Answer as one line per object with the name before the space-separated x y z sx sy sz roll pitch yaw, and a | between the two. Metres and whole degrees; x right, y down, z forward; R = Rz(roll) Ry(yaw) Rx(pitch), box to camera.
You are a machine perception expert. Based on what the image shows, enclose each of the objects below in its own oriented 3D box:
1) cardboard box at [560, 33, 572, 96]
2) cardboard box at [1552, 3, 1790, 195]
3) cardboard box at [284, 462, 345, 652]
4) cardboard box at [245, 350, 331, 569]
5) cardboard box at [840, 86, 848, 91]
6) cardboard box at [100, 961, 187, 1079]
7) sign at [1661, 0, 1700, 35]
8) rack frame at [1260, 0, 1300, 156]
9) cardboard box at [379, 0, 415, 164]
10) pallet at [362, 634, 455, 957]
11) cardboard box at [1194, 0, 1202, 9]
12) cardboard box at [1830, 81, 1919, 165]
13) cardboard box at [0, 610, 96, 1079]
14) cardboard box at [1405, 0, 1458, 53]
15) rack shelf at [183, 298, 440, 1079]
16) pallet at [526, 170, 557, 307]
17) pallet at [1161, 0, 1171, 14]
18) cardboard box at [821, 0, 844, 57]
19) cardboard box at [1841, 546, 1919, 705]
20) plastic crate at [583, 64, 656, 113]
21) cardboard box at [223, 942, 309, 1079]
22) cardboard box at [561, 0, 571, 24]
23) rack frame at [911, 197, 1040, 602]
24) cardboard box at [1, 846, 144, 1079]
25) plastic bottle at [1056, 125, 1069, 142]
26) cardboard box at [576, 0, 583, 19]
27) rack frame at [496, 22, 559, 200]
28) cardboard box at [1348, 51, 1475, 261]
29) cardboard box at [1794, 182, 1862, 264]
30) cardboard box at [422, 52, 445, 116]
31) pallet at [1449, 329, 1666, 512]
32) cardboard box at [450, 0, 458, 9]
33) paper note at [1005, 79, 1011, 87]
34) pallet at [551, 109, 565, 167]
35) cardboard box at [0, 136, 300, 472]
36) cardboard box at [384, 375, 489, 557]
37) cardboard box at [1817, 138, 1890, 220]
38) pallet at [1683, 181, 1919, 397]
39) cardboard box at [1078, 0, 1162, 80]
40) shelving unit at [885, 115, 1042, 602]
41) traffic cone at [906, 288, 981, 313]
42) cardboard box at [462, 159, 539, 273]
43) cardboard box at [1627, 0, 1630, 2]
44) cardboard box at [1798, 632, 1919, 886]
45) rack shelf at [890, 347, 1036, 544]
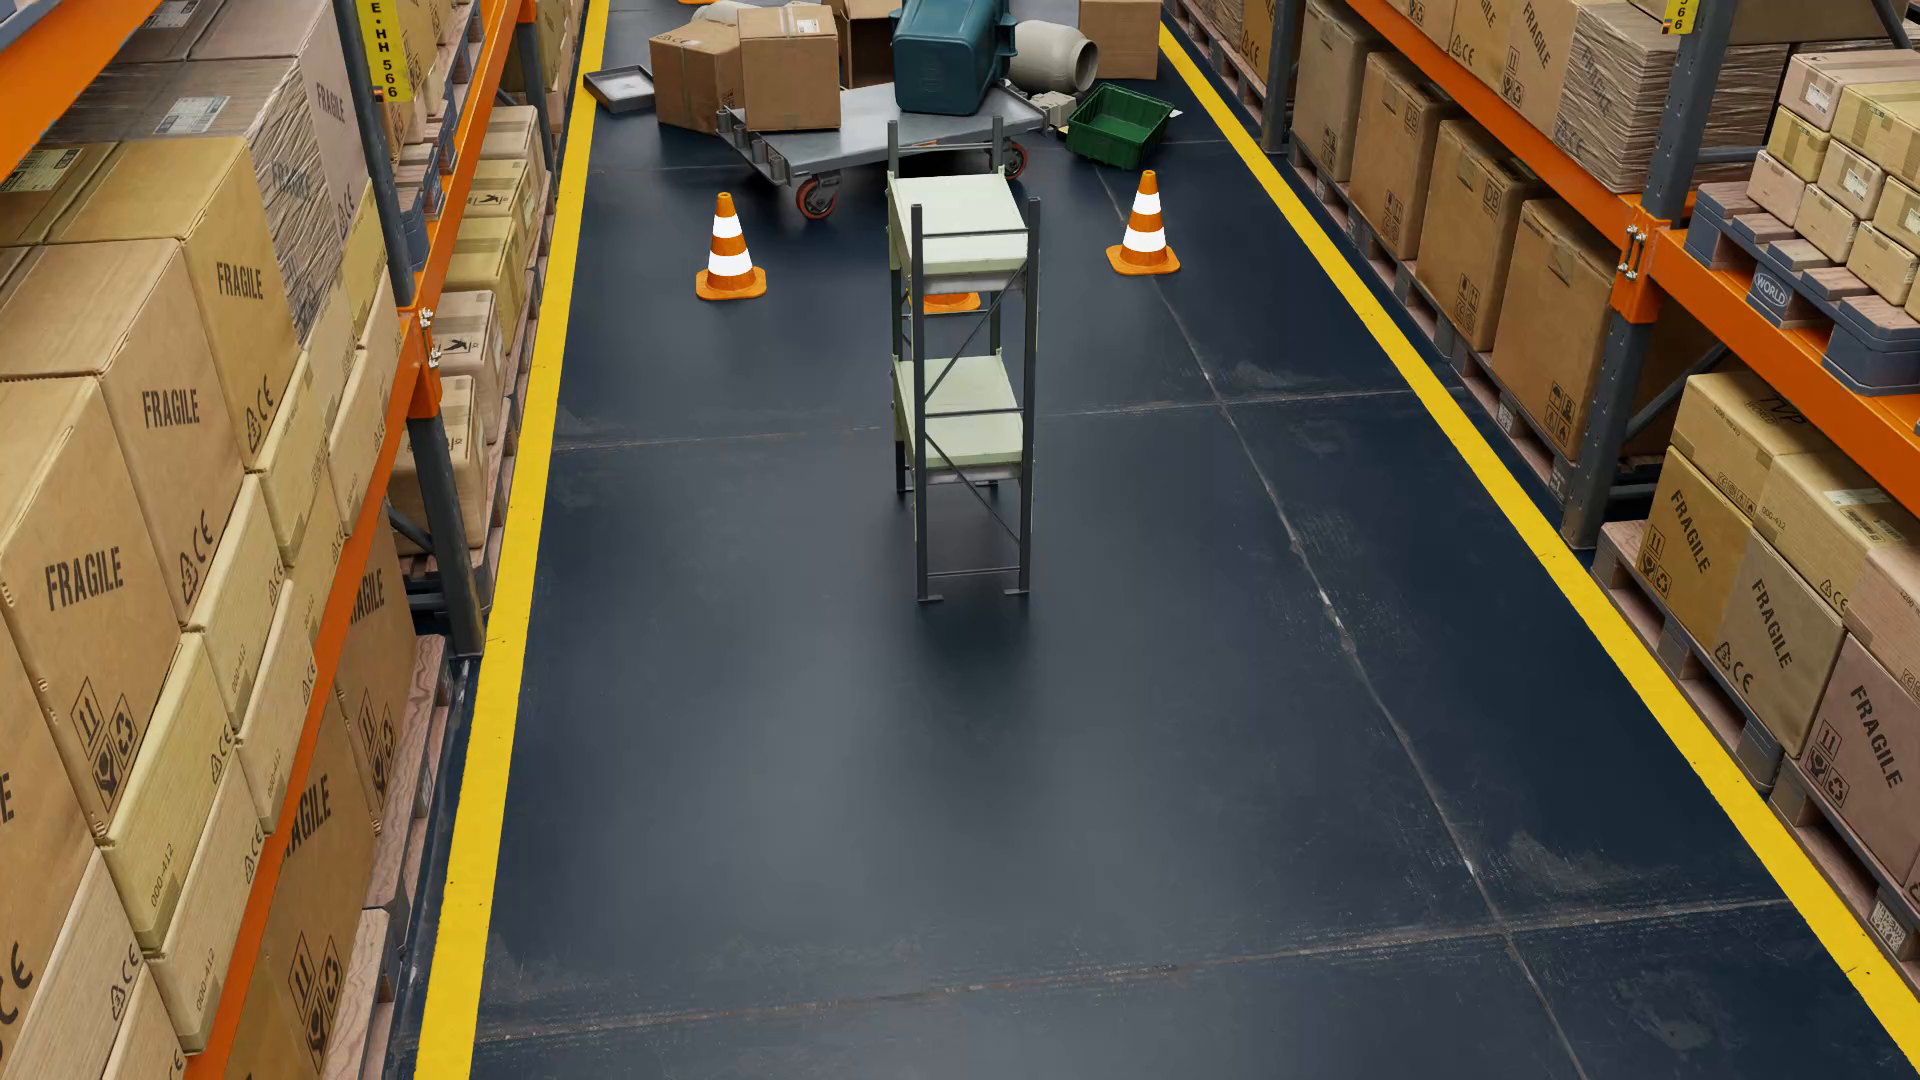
cardboard box | -2.559 -2.750 9.691 0.500 0.250 0.500 -3 34 -4
cardboard box | 2.438 -1.538 5.754 0.500 0.500 0.500 -4 35 -6
cardboard box | -1.665 0.056 3.637 0.500 0.250 0.500 -5 35 -7
cardboard box | -1.648 -0.158 3.507 0.500 0.250 0.500 -5 35 -8
cardboard box | -0.647 -2.554 9.762 0.396 0.266 0.258 27 43 34
cardboard box | -1.457 0.906 2.391 0.500 0.250 0.500 -5 35 -8
sign | 2.215 -1.700 5.053 0.100 0.325 0.005 -4 35 -6
rack frame | 2.227 -3.498 8.719 1.000 3.000 0.127 -4 35 -6
cardboard box | -1.958 -1.441 4.975 0.500 0.500 0.500 -5 35 -8
pallet | -2.095 0.764 4.942 1.003 0.211 1.213 -4 35 -6
cardboard box | 1.966 -4.161 11.206 0.875 0.875 0.875 -5 35 -7
cardboard box | 2.674 -1.159 4.609 0.380 0.149 0.250 -5 35 -8
cardboard box | -1.459 0.394 2.031 0.500 0.500 0.500 -5 35 -7
cardboard box | 2.232 -2.381 6.991 0.500 0.500 0.500 -4 34 -6
rack shelf | -1.858 0.579 3.376 1.077 0.370 4.000 -4 35 -6
pallet | -2.558 -1.480 8.234 1.003 0.211 1.213 -4 35 -6
pallet | 1.874 -4.137 12.134 1.003 0.211 1.213 -4 35 -6
cardboard box | -0.458 -3.479 10.907 0.637 0.503 0.797 27 43 34
cardboard box | 2.740 0.247 4.405 0.500 0.250 0.500 -4 34 -6
plastic crate | -2.063 -2.798 10.285 0.402 0.080 0.583 -16 38 -23
cardboard box | -1.881 1.259 3.253 0.875 0.875 0.875 -3 34 -5
cardboard box | -2.628 -3.351 9.906 0.500 0.500 0.500 -3 34 -4
rack frame | 0.048 -0.419 5.533 0.400 1.500 0.023 -4 35 -6
cardboard box | -1.466 0.697 2.252 0.500 0.250 0.500 -4 34 -6
plastic bottle | 0.694 -2.323 9.605 0.133 0.061 0.283 -24 41 -30
cardboard box | -2.765 -3.615 10.960 0.500 0.250 0.500 -4 35 -6
rack frame | -2.665 -3.066 8.086 1.000 3.000 0.127 -4 35 -6
cardboard box | 2.525 -1.863 7.946 1.050 0.750 0.750 -4 35 -6
cardboard box | 2.661 -0.921 4.787 0.380 0.149 0.250 -3 34 -4
cardboard box | -1.998 -1.571 5.742 0.380 0.149 0.250 -4 34 -6
pallet | 2.733 -0.559 6.883 1.003 0.211 1.213 -4 35 -6
cardboard box | -2.172 -2.306 6.245 0.500 0.500 0.500 -6 35 -8
paper note | 0.231 -2.887 10.466 0.172 0.023 0.155 7 35 10
pallet | -2.790 -2.286 9.417 1.003 0.211 1.213 -4 35 -6
cardboard box | -1.661 -0.457 3.280 0.500 0.500 0.500 -4 35 -6
cardboard box | -2.193 -0.238 5.896 0.950 0.372 0.625 -7 35 -10
cardboard box | 2.669 -1.022 4.672 0.380 0.149 0.250 -3 34 -4
pallet | 2.966 -0.797 4.926 1.213 0.211 1.003 -4 35 -6
cardboard box | 1.001 -3.254 10.579 0.500 0.500 0.500 1 34 2
shelving unit | -0.001 -0.623 5.833 0.431 1.500 0.755 -4 35 -6
traffic cone | -0.081 -1.346 7.814 0.336 0.463 0.334 -4 35 -6
cardboard box | -2.491 -1.461 7.690 0.950 0.372 0.625 -2 34 -3
cardboard box | 2.645 -2.253 5.916 0.700 0.500 0.500 -5 35 -7
cardboard box | 2.752 0.574 4.591 0.500 0.500 0.500 -5 35 -8
rack shelf | -0.001 -0.354 6.017 0.431 0.370 0.720 -4 35 -6
